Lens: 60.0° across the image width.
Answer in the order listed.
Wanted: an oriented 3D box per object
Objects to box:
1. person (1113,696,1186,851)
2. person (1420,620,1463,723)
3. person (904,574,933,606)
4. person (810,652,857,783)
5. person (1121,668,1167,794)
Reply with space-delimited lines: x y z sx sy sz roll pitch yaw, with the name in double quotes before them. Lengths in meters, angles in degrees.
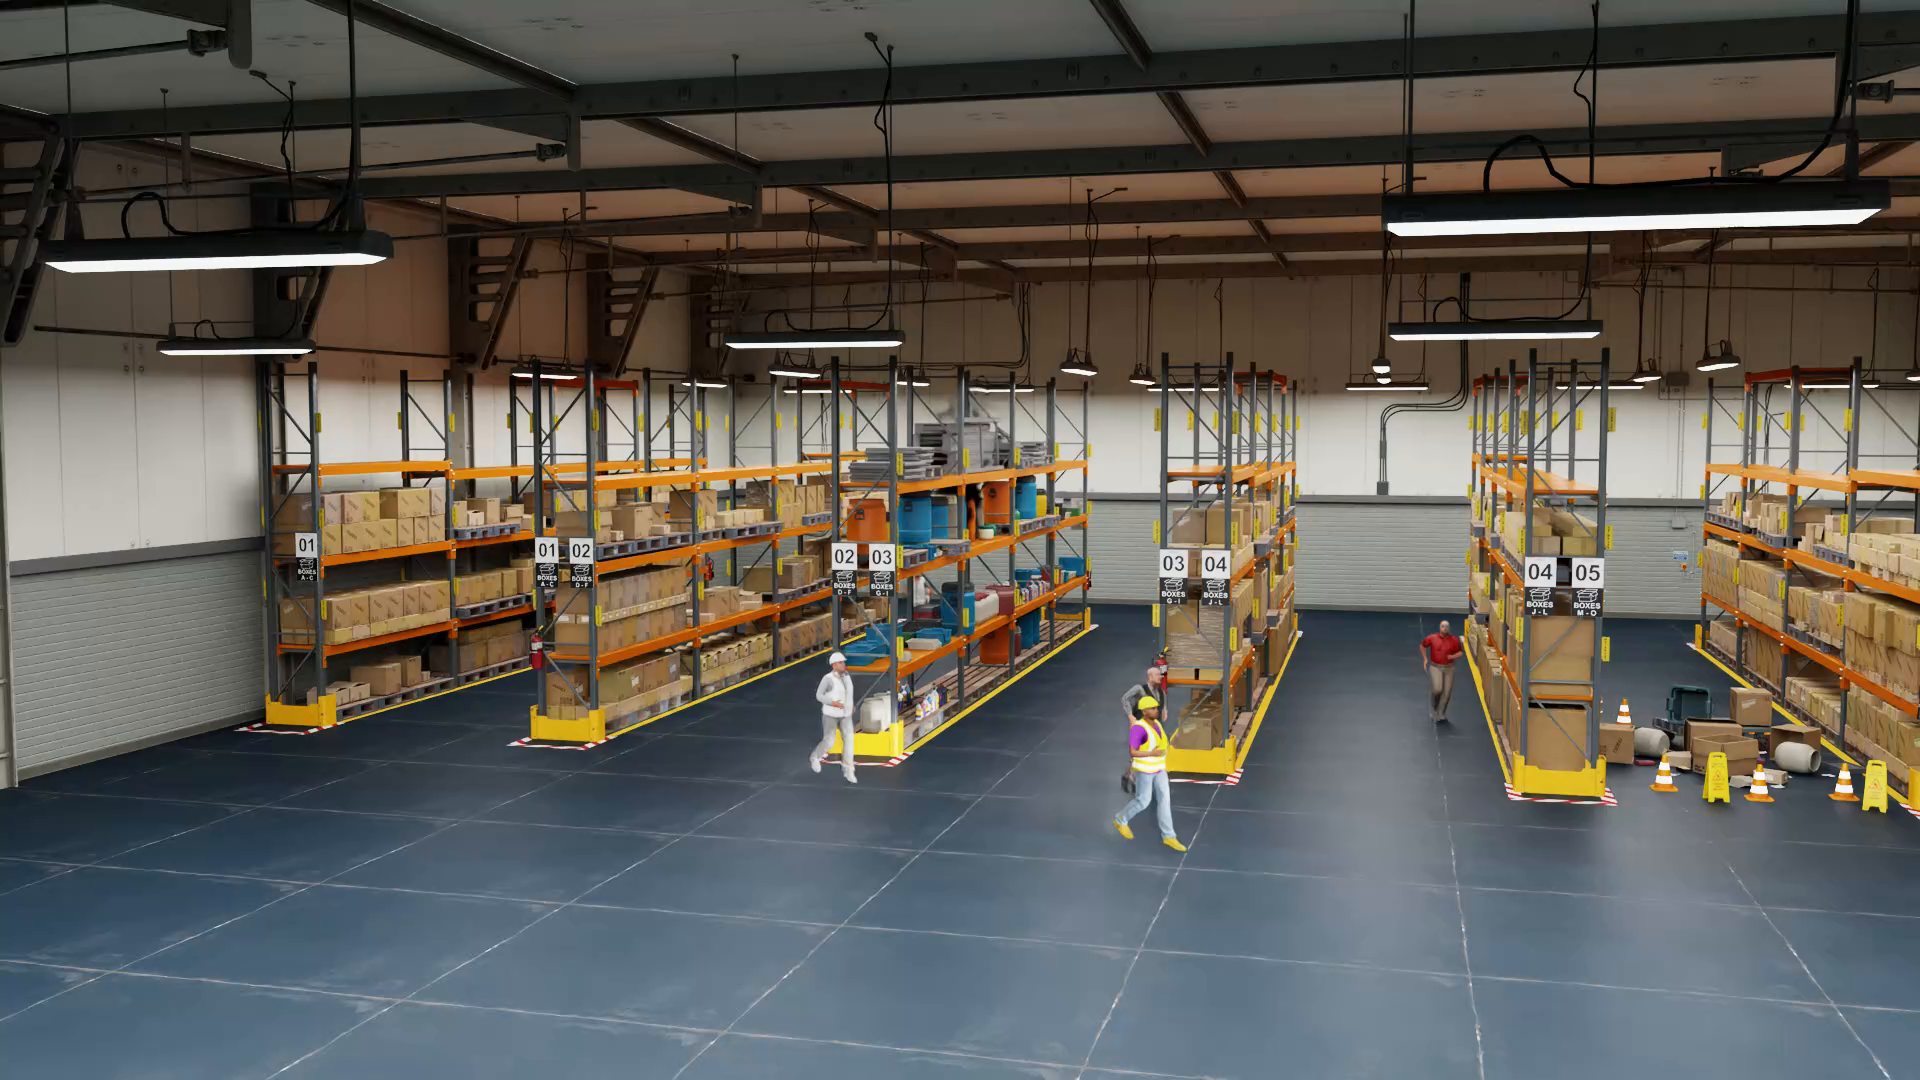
"person" 2.224 2.717 19.550 0.962 1.771 0.695 4 6 43
"person" 8.052 2.197 27.741 0.650 1.718 0.640 0 4 4
"person" -0.968 1.461 37.756 0.628 1.784 0.692 1 4 8
"person" -1.716 2.466 23.379 0.695 1.777 0.974 -3 5 -40
"person" 2.526 2.587 22.678 0.758 1.686 0.640 -4 5 -41
